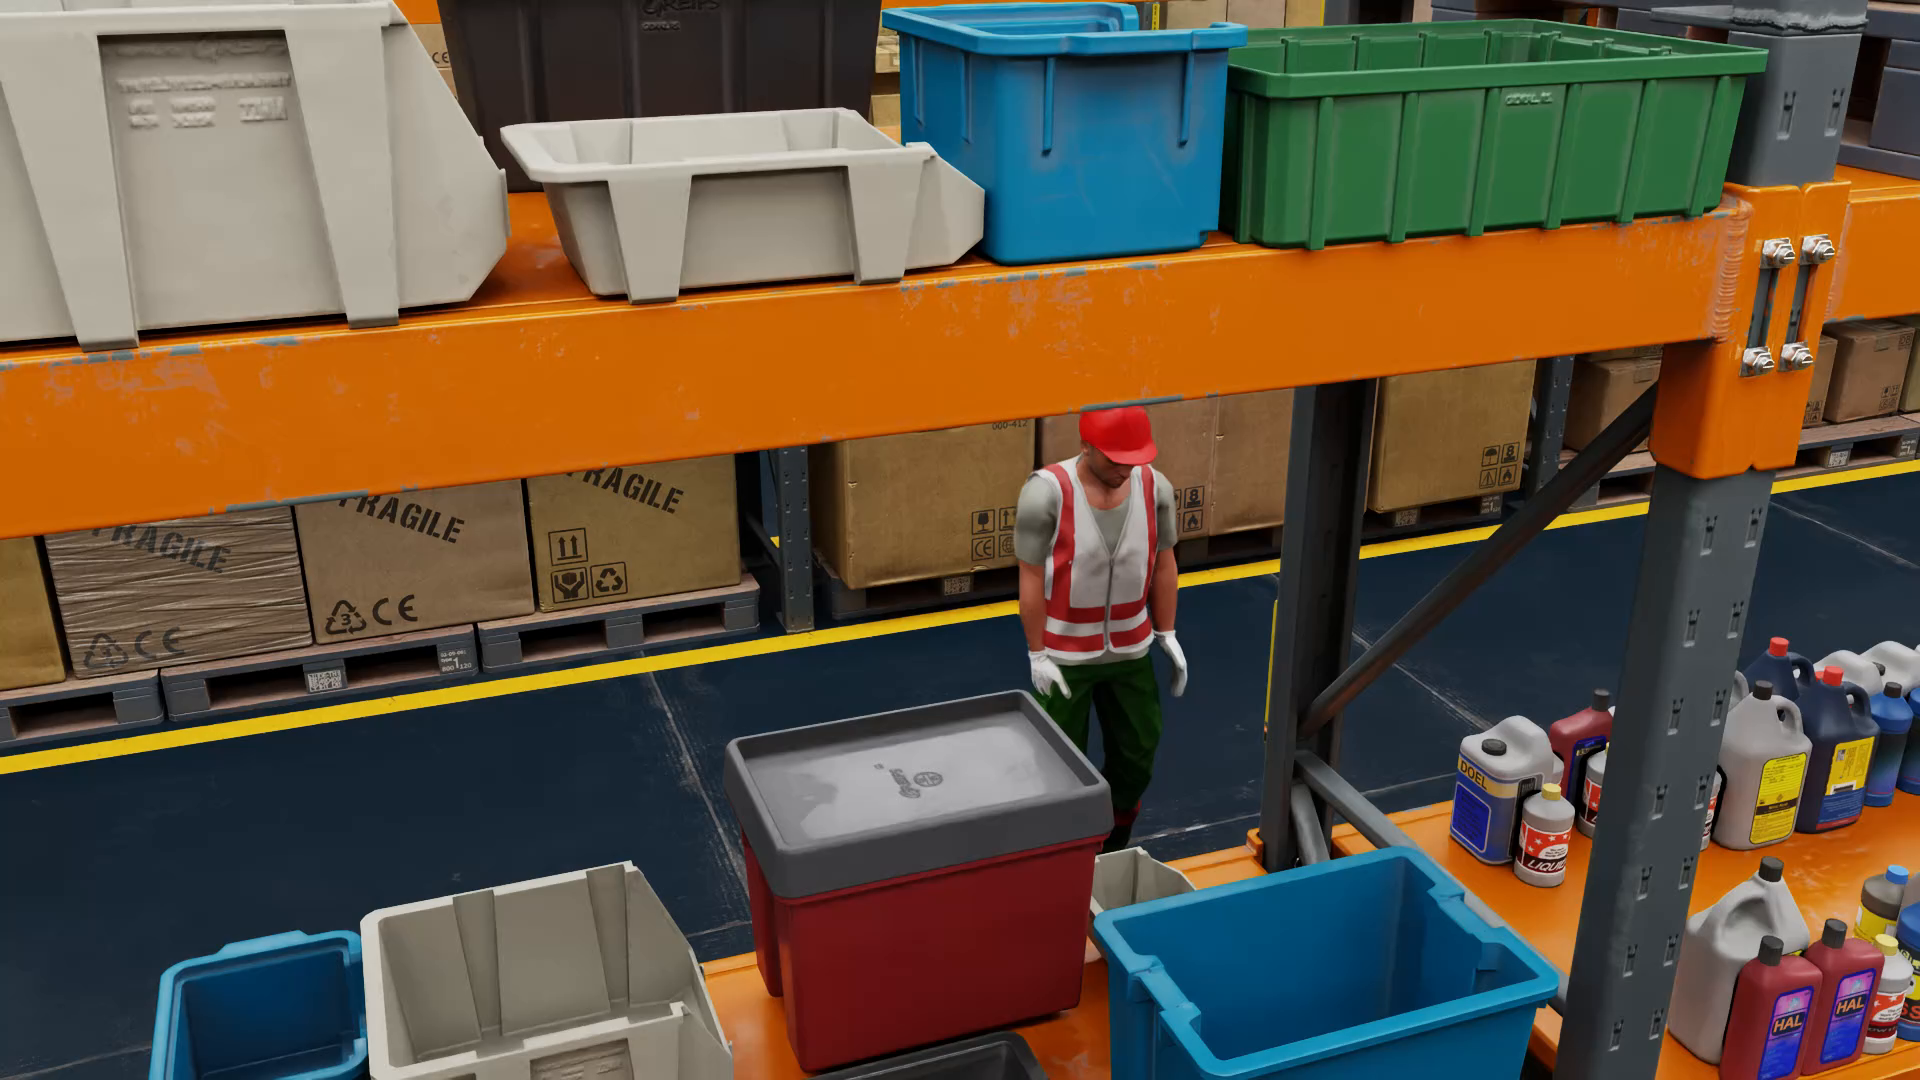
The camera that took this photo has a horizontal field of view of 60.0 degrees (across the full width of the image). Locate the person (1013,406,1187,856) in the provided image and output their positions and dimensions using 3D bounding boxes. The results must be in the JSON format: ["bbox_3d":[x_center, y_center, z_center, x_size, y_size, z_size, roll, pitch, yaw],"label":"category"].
[{"bbox_3d":[0.439,0.364,5.208,0.534,1.762,0.400,-8,24,-18],"label":"person"}]
